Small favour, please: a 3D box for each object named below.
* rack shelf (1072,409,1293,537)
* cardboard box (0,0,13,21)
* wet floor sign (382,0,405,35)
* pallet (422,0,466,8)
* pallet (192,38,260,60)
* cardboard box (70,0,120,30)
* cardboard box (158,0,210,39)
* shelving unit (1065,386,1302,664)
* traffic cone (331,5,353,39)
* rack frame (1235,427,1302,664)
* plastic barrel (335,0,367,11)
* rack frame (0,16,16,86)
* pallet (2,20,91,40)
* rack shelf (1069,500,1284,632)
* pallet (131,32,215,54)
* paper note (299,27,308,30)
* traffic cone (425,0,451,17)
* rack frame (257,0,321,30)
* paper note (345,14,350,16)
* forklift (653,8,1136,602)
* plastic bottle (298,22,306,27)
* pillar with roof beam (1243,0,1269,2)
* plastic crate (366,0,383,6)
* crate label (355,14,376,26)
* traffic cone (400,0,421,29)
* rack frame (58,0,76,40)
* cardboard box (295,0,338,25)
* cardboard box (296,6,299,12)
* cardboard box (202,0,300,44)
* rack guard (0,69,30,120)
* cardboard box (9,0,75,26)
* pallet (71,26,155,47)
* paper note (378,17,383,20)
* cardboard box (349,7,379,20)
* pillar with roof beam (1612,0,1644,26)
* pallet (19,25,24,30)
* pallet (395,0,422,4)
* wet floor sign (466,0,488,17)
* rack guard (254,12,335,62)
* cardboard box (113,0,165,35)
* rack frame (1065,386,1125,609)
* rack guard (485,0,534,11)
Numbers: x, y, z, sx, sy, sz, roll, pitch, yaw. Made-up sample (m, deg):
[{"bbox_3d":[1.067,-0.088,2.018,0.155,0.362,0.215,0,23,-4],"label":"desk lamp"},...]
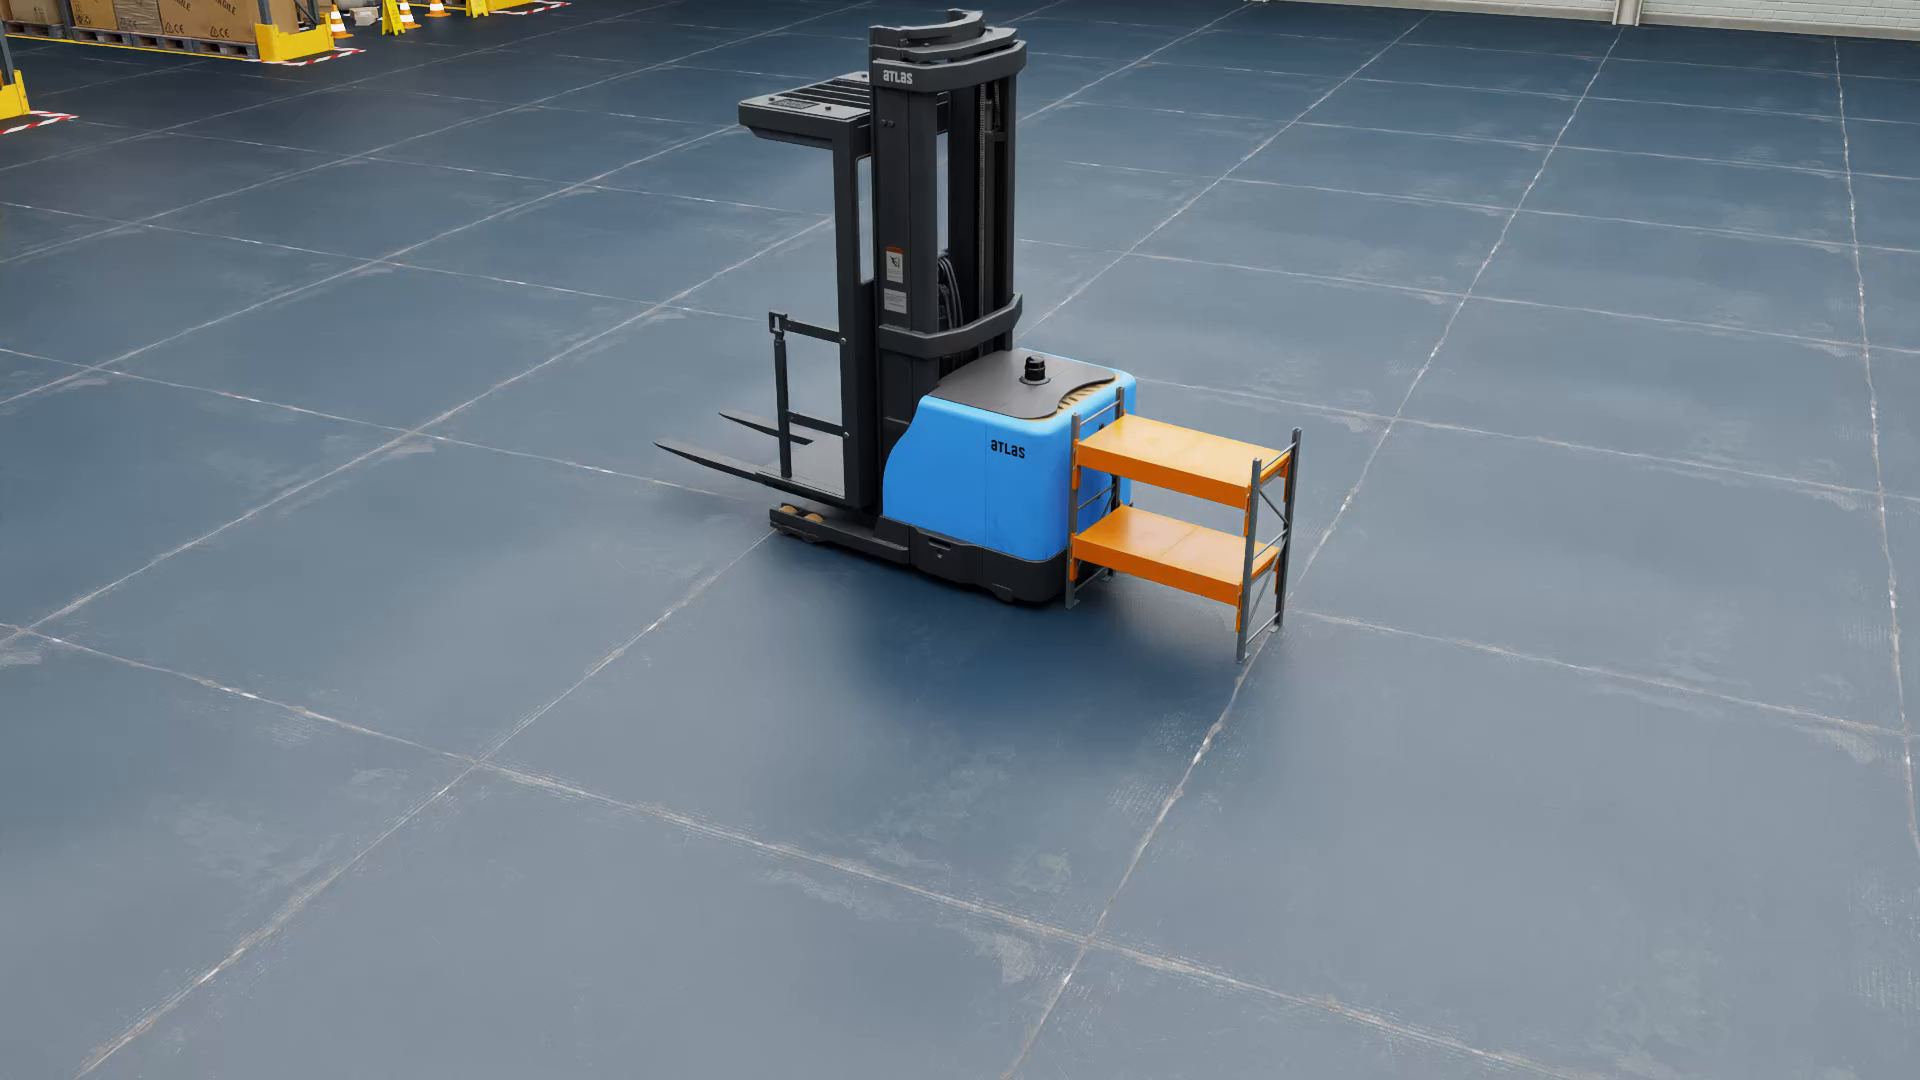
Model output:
[{"bbox_3d":[1.142,-0.359,8.543,1.000,0.278,0.538,17,31,31],"label":"rack shelf"},{"bbox_3d":[-14.675,-8.510,25.711,0.750,0.750,1.050,11,28,22],"label":"cardboard box"},{"bbox_3d":[-8.709,-8.079,25.429,0.232,0.644,0.267,6,27,13],"label":"wet floor sign"},{"bbox_3d":[-8.392,-9.279,28.358,1.213,0.211,1.003,11,28,22],"label":"pallet"},{"bbox_3d":[-10.315,-7.208,24.152,1.213,0.211,1.003,11,28,22],"label":"pallet"},{"bbox_3d":[-12.653,-8.168,24.874,0.875,0.875,0.875,12,29,23],"label":"cardboard box"},{"bbox_3d":[-11.002,-7.837,24.202,0.875,0.875,0.875,11,28,21],"label":"cardboard box"},{"bbox_3d":[1.142,-0.096,8.672,1.048,1.125,0.538,17,31,31],"label":"shelving unit"},{"bbox_3d":[-9.451,-7.875,25.220,0.334,0.463,0.336,11,28,22],"label":"traffic cone"},{"bbox_3d":[1.560,0.032,8.412,0.032,1.125,0.500,17,31,31],"label":"rack frame"},{"bbox_3d":[-10.105,-8.967,27.483,0.512,0.421,0.421,-12,29,-23],"label":"plastic barrel"},{"bbox_3d":[-11.700,-6.369,19.290,0.127,3.000,1.000,11,28,22],"label":"rack frame"},{"bbox_3d":[-13.930,-7.936,25.629,1.213,0.211,1.003,11,28,22],"label":"pallet"},{"bbox_3d":[1.142,0.123,8.780,1.000,0.278,0.538,17,31,31],"label":"rack shelf"},{"bbox_3d":[-11.422,-7.432,24.606,1.213,0.211,1.003,11,28,22],"label":"pallet"},{"bbox_3d":[-10.242,-7.974,25.913,0.142,0.017,0.144,23,35,39],"label":"paper note"},{"bbox_3d":[-8.524,-8.775,27.050,0.334,0.463,0.336,11,28,22],"label":"traffic cone"},{"bbox_3d":[-9.555,-8.345,23.303,0.127,3.000,1.000,11,28,22],"label":"rack frame"},{"bbox_3d":[-9.994,-8.604,27.205,0.142,0.019,0.148,23,35,39],"label":"paper note"},{"bbox_3d":[-0.510,-1.472,9.422,3.031,2.935,1.130,17,31,31],"label":"forklift"},{"bbox_3d":[-10.454,-8.110,26.153,0.283,0.061,0.133,2,26,4],"label":"plastic bottle"},{"bbox_3d":[3.334,-11.606,23.136,0.400,9.000,9.100,11,28,22],"label":"pillar with roof beam"},{"bbox_3d":[-10.150,-9.158,28.261,0.583,0.080,0.402,2,26,4],"label":"plastic crate"},{"bbox_3d":[-9.415,-8.239,26.330,0.298,0.136,0.250,-2,26,-5],"label":"crate label"},{"bbox_3d":[-8.674,-8.267,26.017,0.334,0.463,0.336,11,28,22],"label":"traffic cone"},{"bbox_3d":[-13.196,-9.076,24.788,0.127,3.000,1.000,11,28,22],"label":"rack frame"},{"bbox_3d":[-10.245,-8.537,26.519,0.637,0.503,0.797,-7,27,-14],"label":"cardboard box"},{"bbox_3d":[-11.100,-8.765,26.830,0.503,0.637,0.797,11,28,22],"label":"cardboard box"},{"bbox_3d":[-10.200,-7.677,23.877,0.875,0.875,0.875,12,28,22],"label":"cardboard box"},{"bbox_3d":[-11.769,-5.261,19.870,0.348,0.500,1.175,11,28,22],"label":"rack guard"},{"bbox_3d":[-13.799,-8.332,25.350,0.750,0.750,1.050,11,28,22],"label":"cardboard box"},{"bbox_3d":[-12.537,-7.654,25.058,1.213,0.211,1.003,11,28,22],"label":"pallet"},{"bbox_3d":[-9.283,-8.394,26.764,0.142,0.019,0.148,2,26,4],"label":"paper note"},{"bbox_3d":[-9.627,-8.502,26.850,0.380,0.149,0.250,-18,31,-31],"label":"cardboard box"},{"bbox_3d":[8.796,-10.509,20.907,0.400,9.000,9.100,11,28,22],"label":"pillar with roof beam"},{"bbox_3d":[-15.045,-8.158,26.081,1.213,0.211,1.003,11,28,22],"label":"pallet"},{"bbox_3d":[-9.499,-9.503,28.812,1.213,0.211,1.003,11,28,22],"label":"pallet"},{"bbox_3d":[-7.868,-8.832,26.959,0.232,0.644,0.267,23,35,39],"label":"wet floor sign"},{"bbox_3d":[-9.533,-7.219,23.846,0.348,0.500,1.175,11,28,22],"label":"rack guard"},{"bbox_3d":[-11.831,-8.005,24.543,0.875,0.875,0.875,12,28,22],"label":"cardboard box"},{"bbox_3d":[0.724,-0.224,8.932,0.032,1.125,0.500,17,31,31],"label":"rack frame"},{"bbox_3d":[-7.667,-9.246,27.963,0.348,0.500,1.175,11,28,22],"label":"rack guard"}]
